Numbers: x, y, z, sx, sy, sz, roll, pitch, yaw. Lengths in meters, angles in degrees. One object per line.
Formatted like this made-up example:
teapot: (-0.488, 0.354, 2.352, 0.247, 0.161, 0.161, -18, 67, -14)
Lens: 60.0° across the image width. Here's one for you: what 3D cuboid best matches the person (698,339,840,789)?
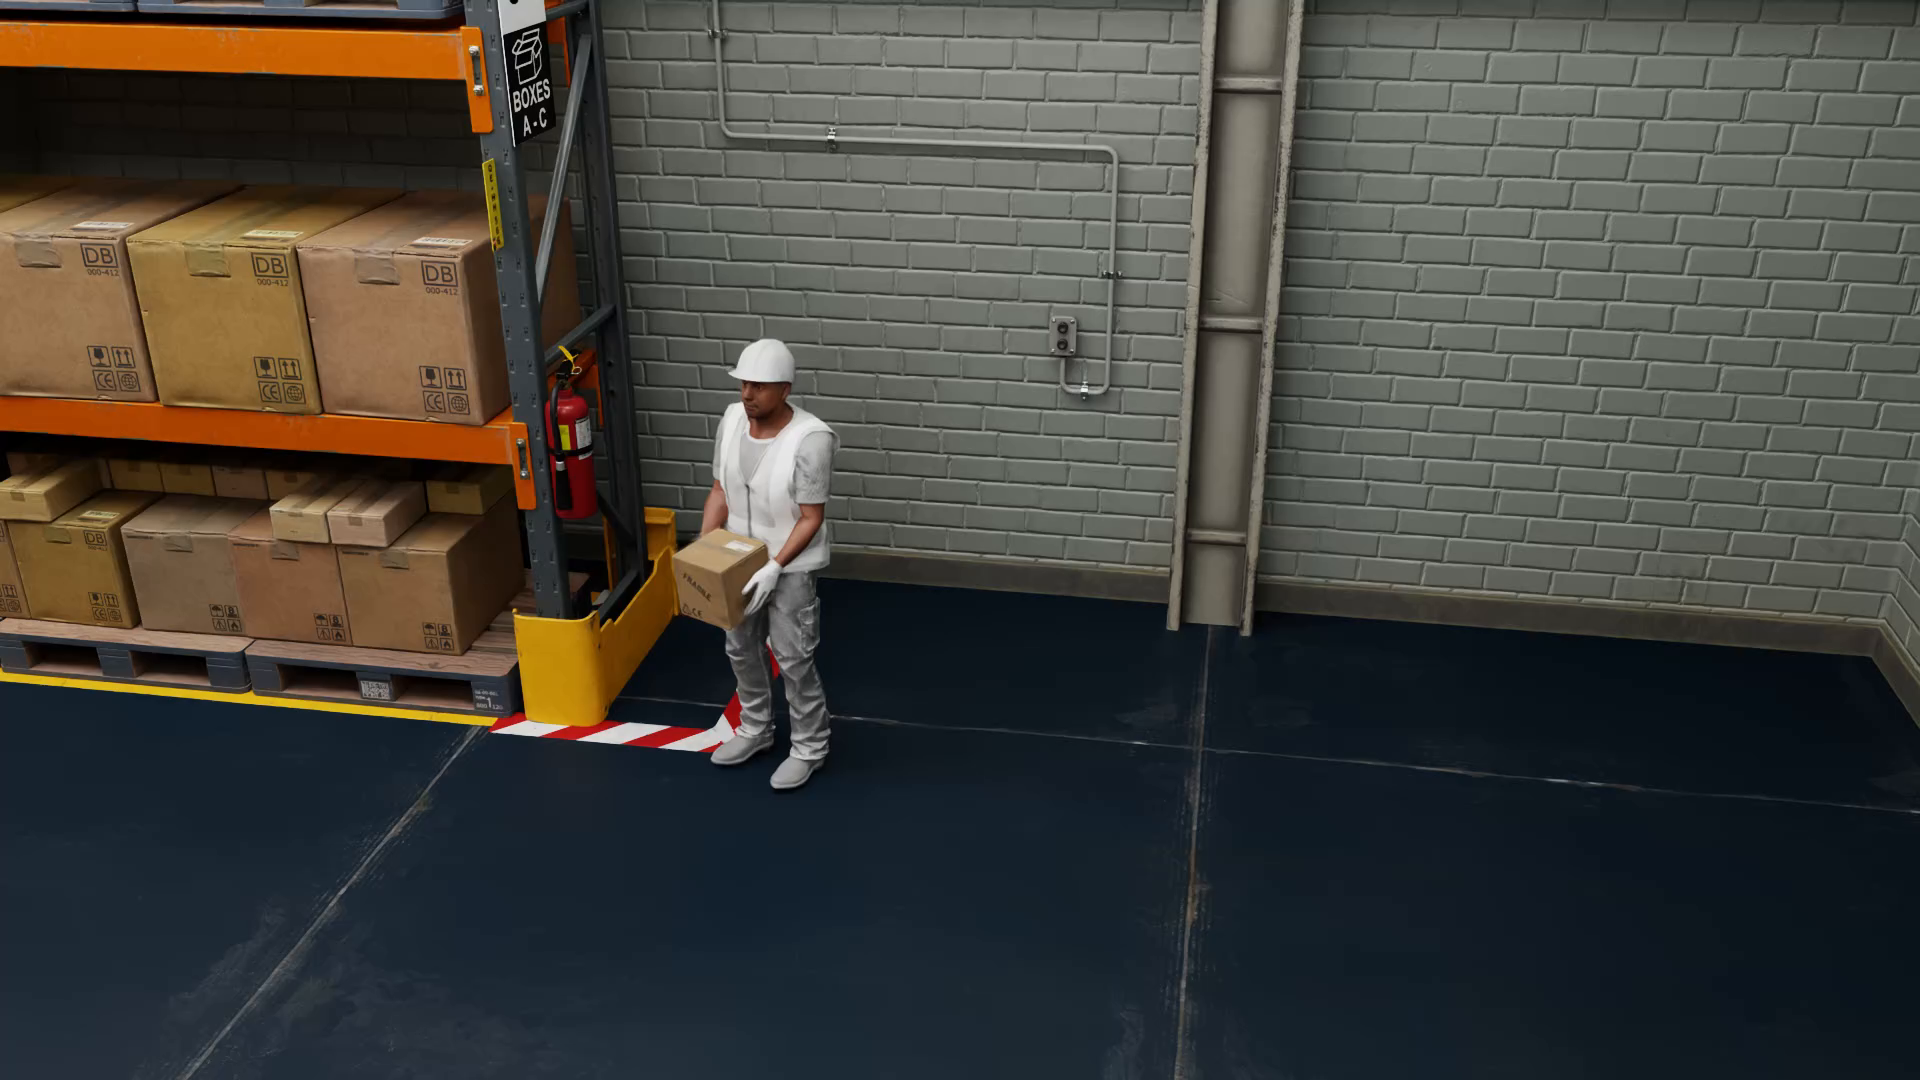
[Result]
person: (-0.755, 0.111, 6.335, 0.542, 1.789, 0.520, 17, 30, 32)
